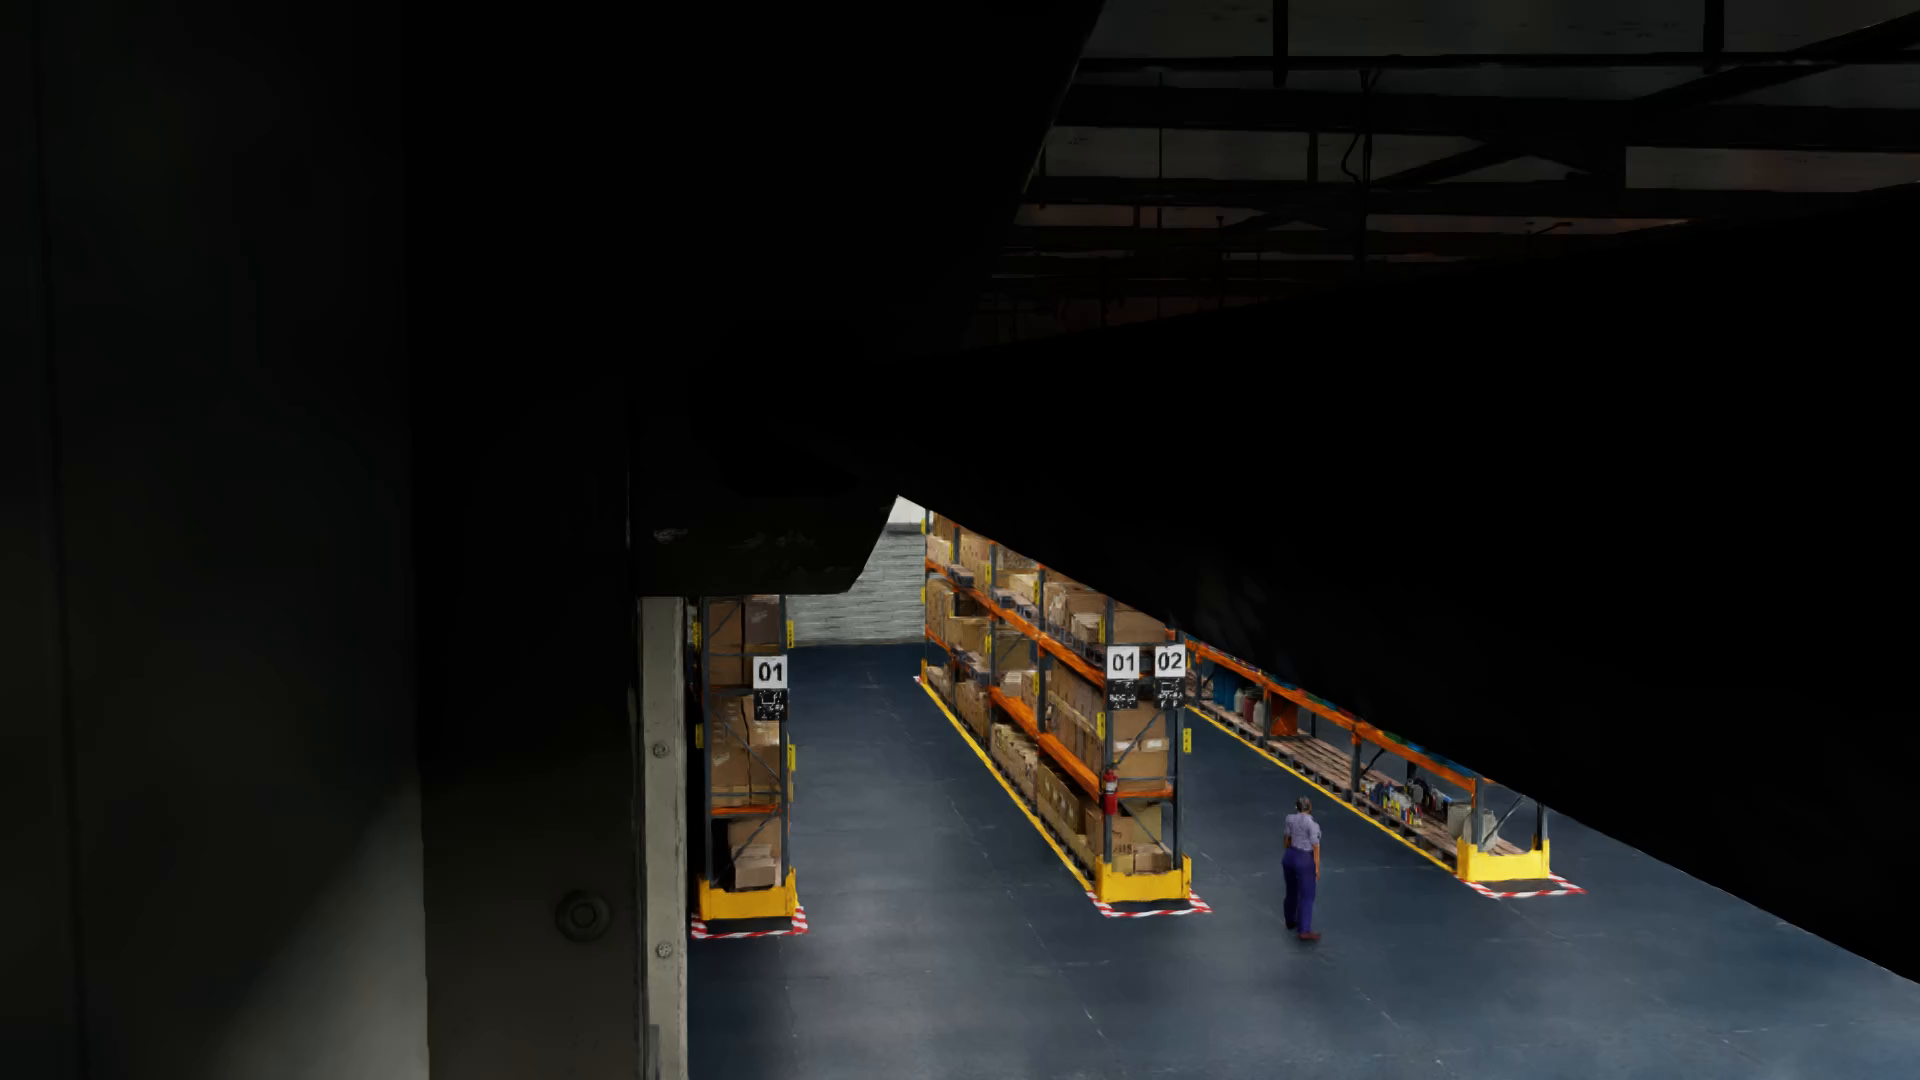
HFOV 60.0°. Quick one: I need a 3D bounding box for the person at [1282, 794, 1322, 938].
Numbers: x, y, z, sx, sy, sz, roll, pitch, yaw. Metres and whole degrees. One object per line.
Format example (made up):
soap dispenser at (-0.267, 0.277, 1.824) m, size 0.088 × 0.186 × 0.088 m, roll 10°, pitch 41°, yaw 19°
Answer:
person at (4.021, 3.787, 19.457) m, size 0.430 × 1.653 × 0.530 m, roll -4°, pitch 6°, yaw -38°
